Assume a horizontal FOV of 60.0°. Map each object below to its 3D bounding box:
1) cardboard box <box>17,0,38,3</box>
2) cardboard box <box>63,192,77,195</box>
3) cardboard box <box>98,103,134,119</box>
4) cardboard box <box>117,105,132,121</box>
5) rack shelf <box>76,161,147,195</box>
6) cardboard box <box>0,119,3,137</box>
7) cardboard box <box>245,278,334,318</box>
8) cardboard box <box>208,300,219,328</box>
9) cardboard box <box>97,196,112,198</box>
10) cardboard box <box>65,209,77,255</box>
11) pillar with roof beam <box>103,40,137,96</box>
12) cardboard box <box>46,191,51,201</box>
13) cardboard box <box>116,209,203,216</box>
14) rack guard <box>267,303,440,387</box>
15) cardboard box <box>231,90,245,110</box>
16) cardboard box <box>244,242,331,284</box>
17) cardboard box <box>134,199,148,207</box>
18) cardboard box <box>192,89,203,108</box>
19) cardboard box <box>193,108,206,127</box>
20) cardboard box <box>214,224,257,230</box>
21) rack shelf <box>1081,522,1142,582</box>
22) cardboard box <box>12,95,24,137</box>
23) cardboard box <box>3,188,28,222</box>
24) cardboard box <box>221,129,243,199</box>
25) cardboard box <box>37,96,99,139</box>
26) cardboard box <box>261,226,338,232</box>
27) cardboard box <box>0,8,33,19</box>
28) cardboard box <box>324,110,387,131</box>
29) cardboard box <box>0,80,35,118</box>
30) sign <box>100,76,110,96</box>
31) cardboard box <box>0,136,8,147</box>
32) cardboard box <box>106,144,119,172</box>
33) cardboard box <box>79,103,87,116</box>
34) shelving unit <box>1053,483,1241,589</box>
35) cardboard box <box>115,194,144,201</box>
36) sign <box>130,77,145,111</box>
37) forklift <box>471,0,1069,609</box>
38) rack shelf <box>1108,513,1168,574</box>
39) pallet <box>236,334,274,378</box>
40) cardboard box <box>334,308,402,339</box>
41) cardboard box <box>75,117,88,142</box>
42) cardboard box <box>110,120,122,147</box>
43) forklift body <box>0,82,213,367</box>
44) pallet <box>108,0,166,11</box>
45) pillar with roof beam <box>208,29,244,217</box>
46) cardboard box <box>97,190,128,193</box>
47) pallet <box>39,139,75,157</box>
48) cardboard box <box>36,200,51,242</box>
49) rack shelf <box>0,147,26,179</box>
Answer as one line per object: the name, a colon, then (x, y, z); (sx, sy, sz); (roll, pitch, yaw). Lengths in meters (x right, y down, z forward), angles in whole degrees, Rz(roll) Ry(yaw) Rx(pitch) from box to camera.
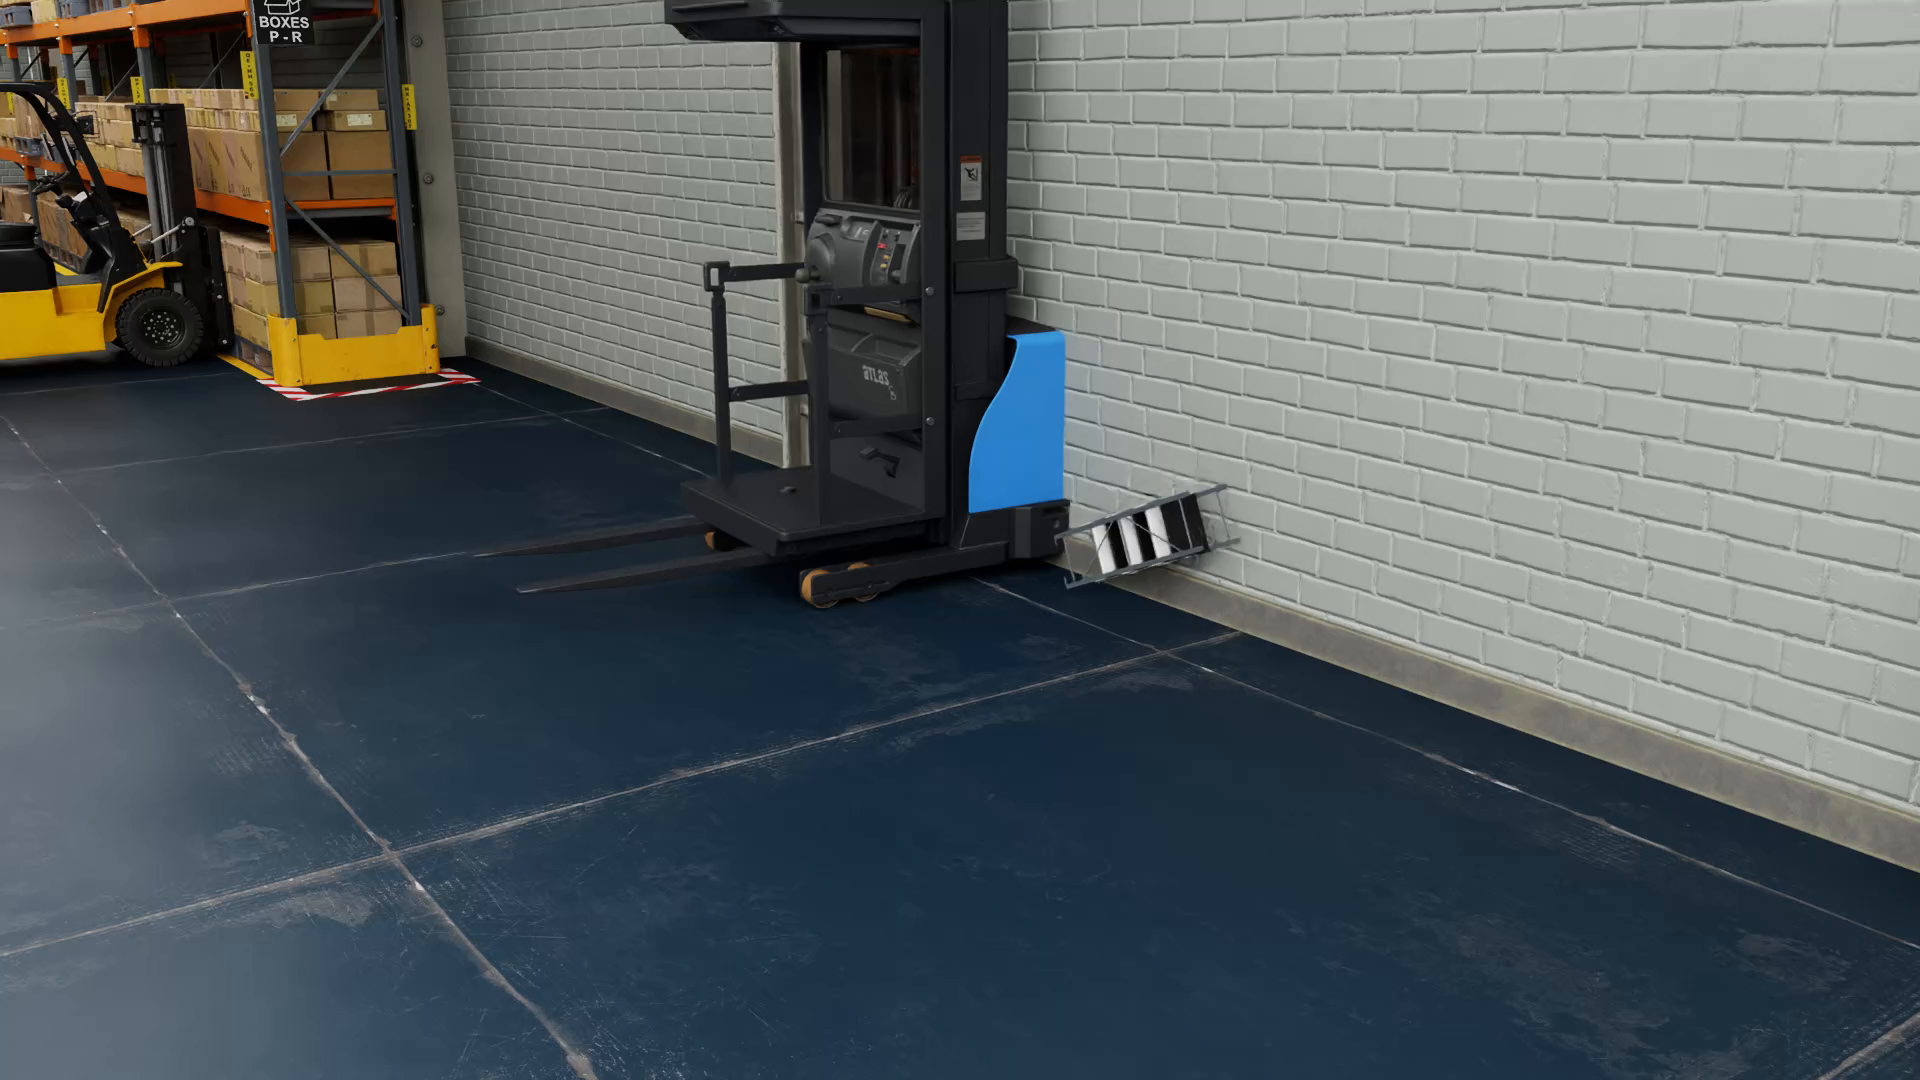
cardboard box: (-10.847, -6.381, 19.519); (0.380, 0.149, 0.250); (-10, 18, -33)
cardboard box: (-10.812, -4.178, 20.368); (0.380, 0.149, 0.250); (-10, 18, -33)
cardboard box: (-8.557, -4.374, 16.957); (0.380, 0.149, 0.250); (-10, 18, -33)
cardboard box: (-7.832, -4.094, 15.936); (0.380, 0.149, 0.250); (-12, 19, -36)
rack shelf: (-8.098, -3.627, 17.007); (1.077, 0.370, 4.000); (-11, 19, -35)
cardboard box: (-13.014, -5.720, 23.014); (0.500, 0.250, 0.500); (-11, 19, -36)
cardboard box: (-5.109, -1.865, 12.675); (0.500, 0.250, 0.500); (-11, 19, -35)
cardboard box: (-5.997, -1.943, 13.907); (0.500, 0.250, 0.500); (-10, 18, -33)
cardboard box: (-10.192, -3.957, 19.561); (0.380, 0.149, 0.250); (-10, 18, -33)
cardboard box: (-10.292, -3.674, 19.758); (0.500, 0.500, 0.500); (-10, 18, -32)
pillar with roof beam: (-14.788, -7.769, 19.414); (9.100, 9.000, 0.400); (-11, 19, -35)
cardboard box: (-11.405, -4.400, 21.179); (0.380, 0.149, 0.250); (-11, 19, -36)
cardboard box: (-8.528, -3.184, 17.731); (0.875, 0.625, 0.625); (-10, 18, -33)
rack guard: (-4.556, -1.482, 12.542); (1.175, 0.500, 0.348); (-11, 19, -35)
cardboard box: (-5.297, -3.340, 12.617); (0.380, 0.149, 0.250); (-10, 18, -33)
cardboard box: (-5.093, -2.101, 12.589); (0.500, 0.250, 0.500); (-10, 18, -33)
cardboard box: (-9.328, -3.870, 19.245); (0.380, 0.149, 0.250); (-10, 18, -32)
cardboard box: (-6.153, -3.674, 13.837); (0.380, 0.149, 0.250); (-11, 19, -35)
cardboard box: (-6.054, -3.465, 13.638); (0.380, 0.149, 0.250); (-11, 19, -36)
cardboard box: (-6.297, -2.538, 14.186); (0.500, 0.250, 0.500); (-10, 18, -33)
rack shelf: (0.646, 0.035, 7.083); (0.200, 0.258, 0.077); (-11, -5, -34)
cardboard box: (-11.522, -5.368, 21.021); (0.700, 0.500, 0.500); (-10, 18, -33)
cardboard box: (-13.224, -4.772, 23.769); (0.700, 0.500, 0.500); (-10, 18, -32)
cardboard box: (-5.369, -2.917, 12.863); (0.500, 0.500, 0.500); (-10, 18, -33)
cardboard box: (-10.383, -4.973, 19.572); (0.797, 0.503, 0.637); (-11, 19, -36)
cardboard box: (-5.577, -2.508, 14.077); (0.500, 0.250, 0.500); (-11, 19, -36)
cardboard box: (-12.112, -6.837, 21.412); (0.500, 0.250, 0.500); (-11, 19, -34)
cardboard box: (-4.560, -3.166, 12.544); (0.380, 0.149, 0.250); (-11, 19, -36)
cardboard box: (-13.047, -6.083, 22.919); (0.500, 0.500, 0.500); (-10, 18, -33)
sign: (-11.179, -5.900, 21.758); (0.100, 0.325, 0.005); (-11, 19, -35)
cardboard box: (-13.118, -5.539, 23.108); (0.380, 0.149, 0.250); (-10, 18, -33)
cardboard box: (-8.307, -3.868, 16.809); (0.500, 0.250, 0.500); (-10, 18, -33)
cardboard box: (-9.167, -4.591, 17.751); (0.380, 0.149, 0.250); (-10, 18, -33)
shelving unit: (0.761, -0.006, 6.908); (0.210, 0.258, 0.900); (-11, -5, -34)
cardboard box: (-9.951, -4.092, 20.057); (0.380, 0.149, 0.250); (-11, 19, -36)
sign: (-7.355, -3.981, 14.894); (0.100, 0.325, 0.005); (-11, 19, -35)
forklift: (-0.611, -1.281, 7.206); (3.031, 2.935, 1.130); (-9, 18, -31)
rack shelf: (0.743, 0.000, 6.935); (0.200, 0.258, 0.077); (-11, -5, -34)
pallet: (-5.054, -1.504, 13.172); (1.003, 0.211, 1.213); (-11, 19, -35)
cardboard box: (-4.701, -1.704, 13.033); (0.500, 0.250, 0.500); (-11, 19, -34)
cardboard box: (-9.231, -4.433, 17.928); (0.500, 0.250, 0.500); (-11, 19, -35)
cardboard box: (-8.022, -3.999, 16.343); (0.500, 0.250, 0.500); (-10, 18, -33)
forklift body: (-7.161, -2.405, 12.788); (2.313, 2.155, 1.214); (-11, 19, -35)
pallet: (-7.451, -5.087, 15.662); (0.805, 0.209, 1.217); (-12, 19, -37)
pillar with roof beam: (-11.260, -6.488, 14.733); (9.100, 9.000, 0.400); (-11, 19, -35)
cardboard box: (-10.577, -4.307, 20.842); (0.380, 0.149, 0.250); (-10, 18, -33)
pallet: (-10.421, -4.723, 20.013); (1.003, 0.211, 1.213); (-11, 19, -35)
cardboard box: (-11.523, -4.113, 21.363); (0.500, 0.500, 0.500); (-10, 18, -32)
rack shelf: (-12.802, -5.335, 23.249); (1.077, 0.370, 4.000); (-11, 19, -35)
